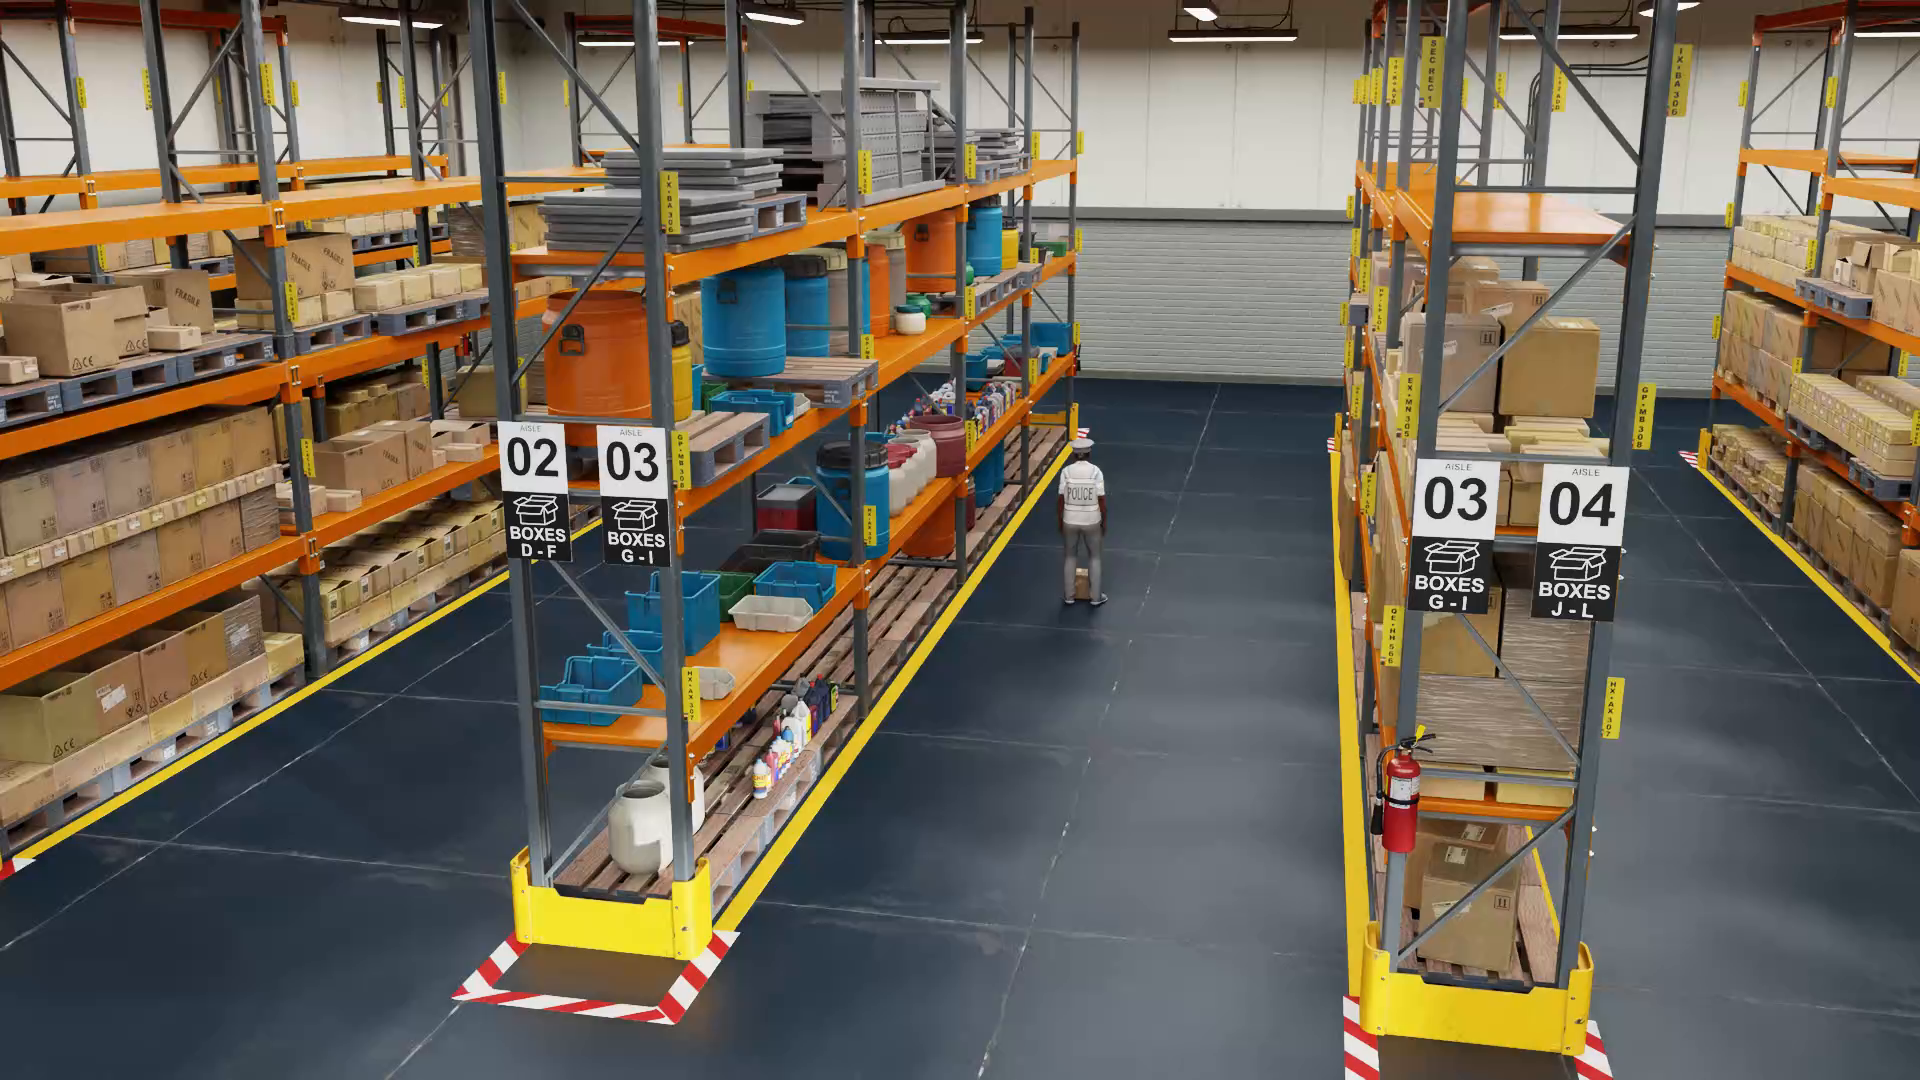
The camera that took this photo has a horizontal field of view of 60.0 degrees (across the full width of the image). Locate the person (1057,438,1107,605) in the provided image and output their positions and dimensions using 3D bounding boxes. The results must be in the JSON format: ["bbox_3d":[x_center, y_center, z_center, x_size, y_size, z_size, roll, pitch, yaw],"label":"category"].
[{"bbox_3d":[1.229,-0.172,16.669,0.511,1.658,0.398,3,15,11],"label":"person"}]
